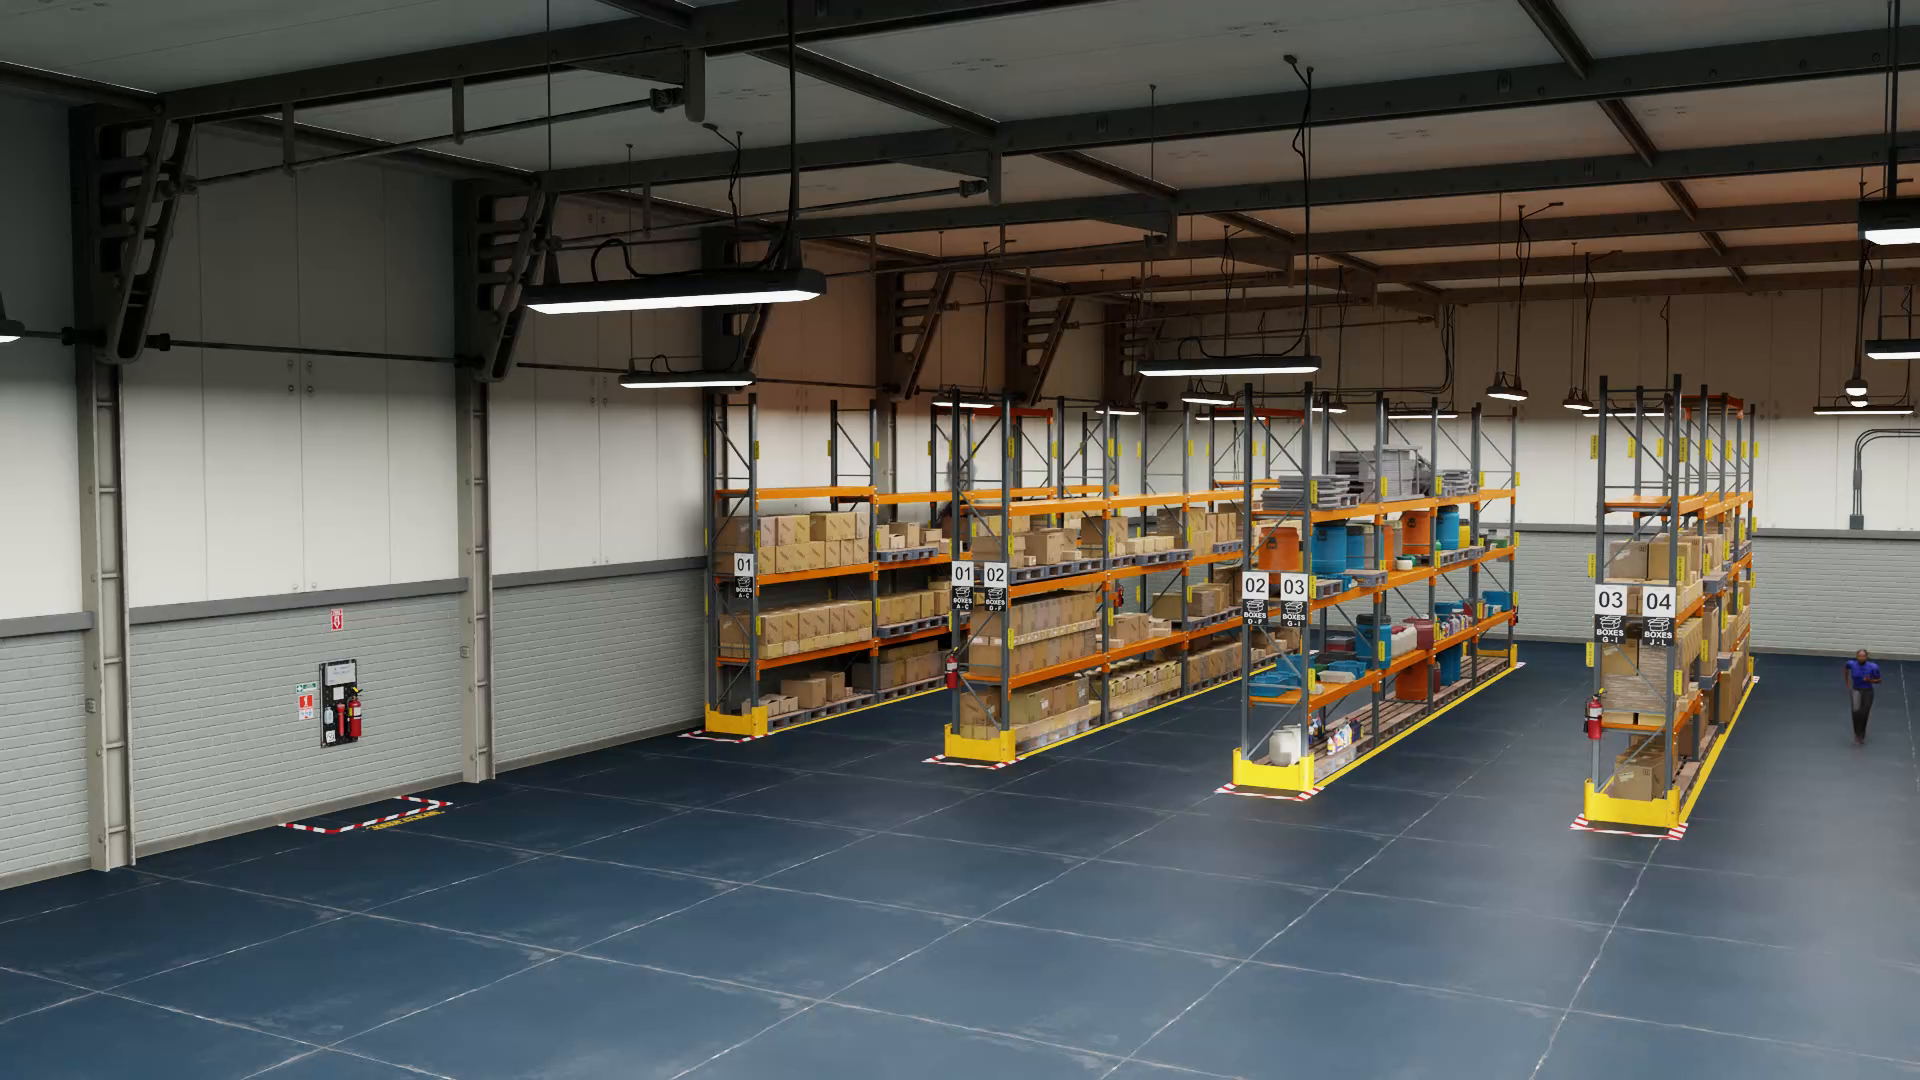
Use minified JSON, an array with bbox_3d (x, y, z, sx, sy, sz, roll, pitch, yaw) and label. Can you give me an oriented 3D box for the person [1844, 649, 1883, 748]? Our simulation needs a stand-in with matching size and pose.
[{"bbox_3d":[15.396,2.669,28.357,0.578,1.666,0.969,2,3,27],"label":"person"}]
